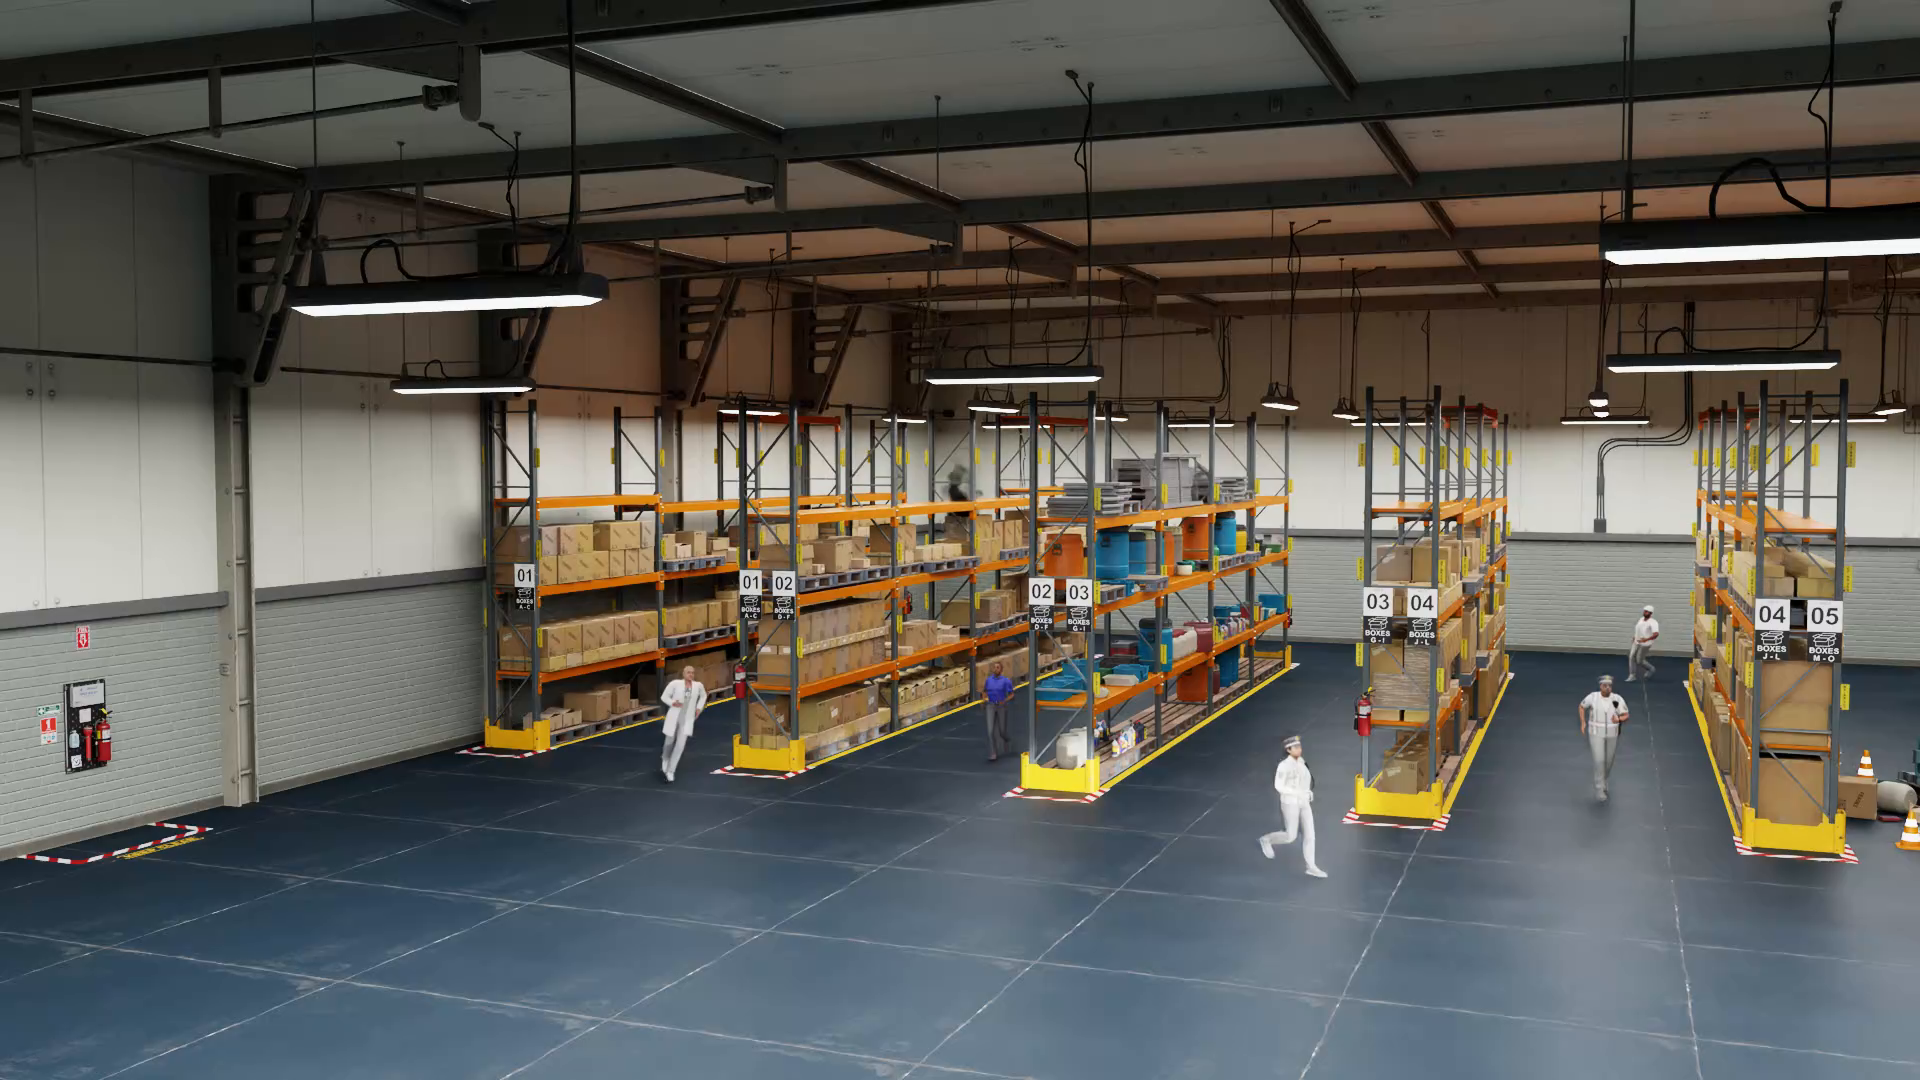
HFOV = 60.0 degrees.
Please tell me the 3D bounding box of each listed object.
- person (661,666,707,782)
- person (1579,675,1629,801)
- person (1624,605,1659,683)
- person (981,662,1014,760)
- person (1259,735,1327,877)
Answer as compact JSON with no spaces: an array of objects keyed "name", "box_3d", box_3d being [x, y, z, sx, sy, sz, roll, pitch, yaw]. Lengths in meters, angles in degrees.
[{"name":"person","box_3d":[-4.329,2.838,26.119,0.716,1.748,1.015,-1,3,-12]},{"name":"person","box_3d":[9.540,2.884,24.609,0.666,1.801,0.898,0,3,9]},{"name":"person","box_3d":[15.204,2.320,37.042,0.728,1.742,0.753,-1,3,-17]},{"name":"person","box_3d":[0.615,2.828,27.707,0.581,1.608,0.659,1,3,17]},{"name":"person","box_3d":[4.047,3.173,20.036,0.630,1.661,0.938,-2,4,-40]}]
